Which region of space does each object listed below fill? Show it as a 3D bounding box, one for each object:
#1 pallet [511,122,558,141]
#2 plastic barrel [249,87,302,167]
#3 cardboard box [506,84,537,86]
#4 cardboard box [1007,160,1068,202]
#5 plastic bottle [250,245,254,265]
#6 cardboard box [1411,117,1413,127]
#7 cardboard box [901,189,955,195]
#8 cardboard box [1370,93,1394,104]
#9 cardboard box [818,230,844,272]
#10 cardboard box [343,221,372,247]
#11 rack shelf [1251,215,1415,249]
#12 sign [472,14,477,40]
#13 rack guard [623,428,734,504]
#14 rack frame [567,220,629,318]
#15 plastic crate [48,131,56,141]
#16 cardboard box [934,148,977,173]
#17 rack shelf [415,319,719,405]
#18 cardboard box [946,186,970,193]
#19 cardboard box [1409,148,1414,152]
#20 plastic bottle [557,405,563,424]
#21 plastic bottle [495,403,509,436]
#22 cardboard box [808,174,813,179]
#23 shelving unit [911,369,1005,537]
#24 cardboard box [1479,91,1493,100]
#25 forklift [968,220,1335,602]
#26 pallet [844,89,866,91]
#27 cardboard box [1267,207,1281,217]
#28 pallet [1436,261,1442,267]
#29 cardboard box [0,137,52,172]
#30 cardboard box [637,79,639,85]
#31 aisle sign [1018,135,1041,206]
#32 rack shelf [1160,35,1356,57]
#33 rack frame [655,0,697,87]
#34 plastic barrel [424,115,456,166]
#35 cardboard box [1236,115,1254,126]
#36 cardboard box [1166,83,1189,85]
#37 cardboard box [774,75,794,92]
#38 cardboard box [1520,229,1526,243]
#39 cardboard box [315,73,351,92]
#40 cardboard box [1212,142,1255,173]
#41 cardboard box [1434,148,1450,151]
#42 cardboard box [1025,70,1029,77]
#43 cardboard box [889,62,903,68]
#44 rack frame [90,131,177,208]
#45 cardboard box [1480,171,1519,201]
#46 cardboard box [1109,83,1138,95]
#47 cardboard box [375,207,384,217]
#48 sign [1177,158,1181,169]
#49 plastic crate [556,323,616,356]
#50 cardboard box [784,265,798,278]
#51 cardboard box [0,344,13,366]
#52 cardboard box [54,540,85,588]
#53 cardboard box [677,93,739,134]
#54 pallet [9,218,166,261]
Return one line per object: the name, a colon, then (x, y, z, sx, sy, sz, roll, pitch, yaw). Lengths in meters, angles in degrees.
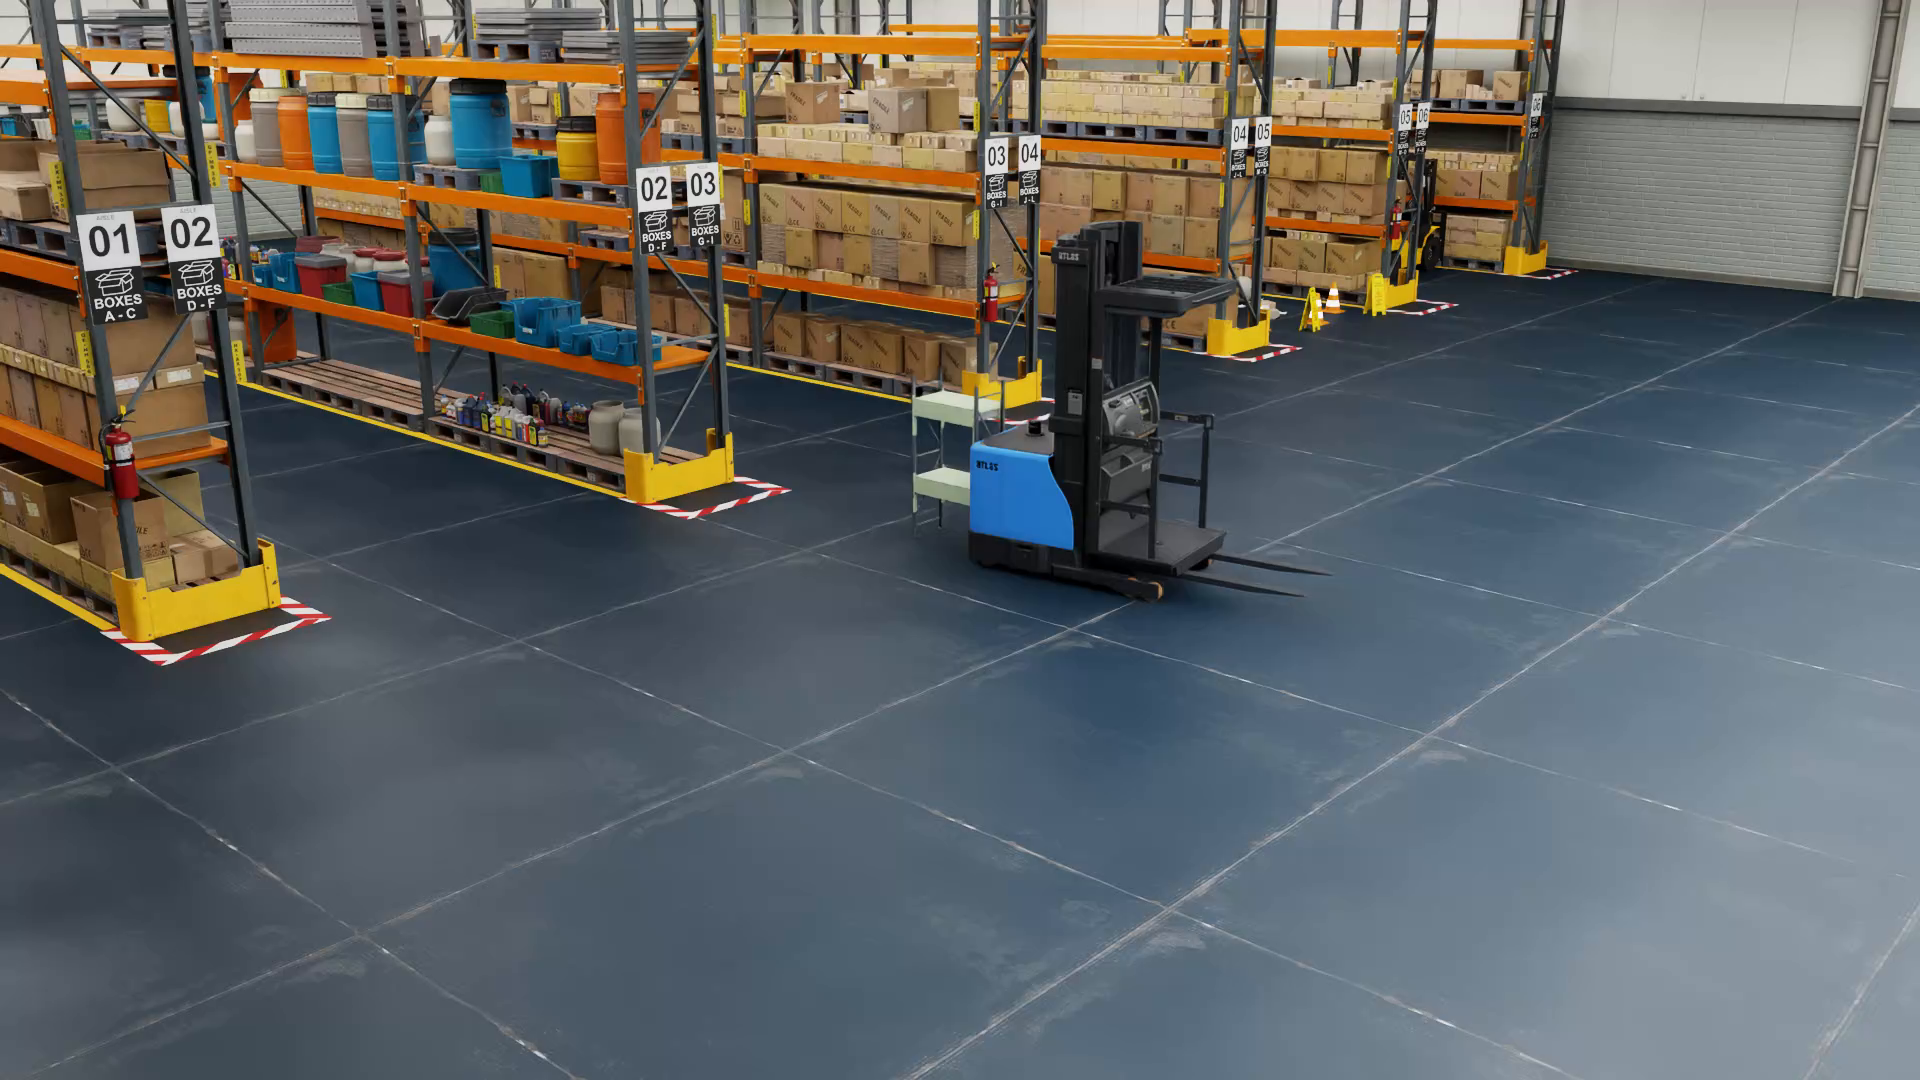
pallet: (-5.927, -6.119, 24.786, 1.003, 0.211, 1.213, 16, 24, 42)
plastic barrel: (-8.228, -4.996, 20.107, 0.600, 0.901, 0.600, 0, 18, 0)
cardboard box: (-6.953, -6.746, 25.586, 0.637, 0.503, 0.797, 15, 23, 39)
cardboard box: (1.202, -5.465, 25.340, 0.550, 0.550, 0.875, 15, 23, 39)
plastic bottle: (-9.567, -3.855, 22.512, 0.097, 0.271, 0.097, 0, 18, 0)
cardboard box: (7.118, -6.748, 26.871, 0.250, 0.149, 0.380, 15, 23, 39)
cardboard box: (-0.402, -4.096, 20.748, 0.500, 0.500, 0.500, 15, 23, 39)
cardboard box: (6.702, -6.989, 26.313, 0.250, 0.149, 0.380, 15, 23, 40)
cardboard box: (-1.332, -3.758, 21.337, 0.500, 0.500, 0.875, 15, 23, 39)
cardboard box: (-10.182, -5.162, 29.238, 0.875, 0.875, 0.875, 15, 23, 39)
rack shelf: (5.655, -5.356, 28.220, 4.000, 0.370, 1.077, 15, 23, 39)
sign: (-5.333, -5.620, 18.290, 0.005, 0.325, 0.100, 15, 23, 39)
rack guard: (-2.803, -0.748, 16.642, 0.348, 0.500, 1.175, 15, 23, 39)
rack frame: (-5.411, -4.662, 24.842, 0.127, 3.000, 1.000, 15, 23, 39)
plastic crate: (-12.894, -5.818, 23.961, 0.466, 0.136, 0.293, 15, 23, 39)
cardboard box: (0.044, -4.453, 19.474, 0.500, 0.250, 0.500, 16, 23, 40)
rack shelf: (-4.211, -1.994, 17.624, 4.000, 0.370, 1.077, 15, 23, 39)
cardboard box: (0.188, -5.686, 26.251, 0.500, 0.500, 0.700, 15, 23, 38)
cardboard box: (8.509, -7.351, 31.587, 0.250, 0.149, 0.380, 15, 23, 39)
plastic bottle: (-4.423, -1.395, 18.449, 0.097, 0.201, 0.097, 0, 18, 0)
plastic bottle: (-4.919, -1.306, 17.920, 0.185, 0.351, 0.144, 15, 23, 39)
cardboard box: (-2.714, -6.122, 28.182, 0.250, 0.149, 0.380, 14, 22, 37)
shelving unit: (-0.018, -0.717, 14.890, 0.755, 1.500, 0.431, 15, 23, 38)
cardboard box: (9.621, -8.077, 30.200, 0.250, 0.149, 0.380, 14, 22, 38)
forklift: (1.591, -1.075, 13.654, 3.031, 2.935, 1.130, 11, 21, 30)
pallet: (-2.429, -9.261, 34.522, 1.213, 0.211, 1.003, 15, 23, 39)
cardboard box: (5.339, -5.542, 28.031, 0.250, 0.149, 0.380, 15, 23, 39)
pallet: (8.935, -5.481, 32.034, 1.213, 0.211, 1.003, 15, 23, 39)
cardboard box: (-7.849, -3.005, 13.566, 0.797, 0.503, 0.637, -15, 23, -40)
cardboard box: (-5.865, -8.445, 30.565, 0.250, 0.149, 0.380, 15, 23, 39)
aisle sign: (0.818, -4.350, 19.562, 0.004, 0.787, 0.394, 15, 23, 39)
rack shelf: (5.955, -9.952, 33.444, 4.000, 0.370, 1.077, 15, 23, 39)
rack frame: (-5.035, -9.426, 29.937, 0.127, 3.000, 1.000, 15, 23, 39)
plastic barrel: (-5.515, -4.290, 17.834, 0.421, 0.512, 0.421, 0, 18, 0)
cardboard box: (3.897, -5.857, 23.204, 0.250, 0.149, 0.380, 15, 23, 40)
cardboard box: (3.143, -6.439, 23.720, 0.250, 0.149, 0.380, 15, 23, 38)
cardboard box: (-2.911, -7.728, 28.114, 0.258, 0.266, 0.396, 15, 23, 39)
cardboard box: (10.229, -5.691, 31.109, 0.500, 0.250, 0.500, 16, 23, 40)
cardboard box: (-10.629, -7.761, 28.623, 0.500, 0.500, 0.700, 14, 22, 37)
cardboard box: (4.712, -6.522, 28.393, 0.500, 0.500, 0.700, 15, 23, 40)
cardboard box: (9.196, -7.353, 31.592, 0.250, 0.149, 0.380, 15, 23, 40)
cardboard box: (1.646, -10.334, 36.820, 0.250, 0.149, 0.380, 16, 23, 40)
cardboard box: (-1.359, -11.226, 39.498, 0.500, 0.250, 0.500, 15, 23, 39)
rack frame: (-11.690, -4.344, 23.842, 0.127, 3.000, 1.000, 15, 23, 39)
cardboard box: (9.900, -6.508, 30.496, 0.500, 0.500, 0.500, 14, 23, 38)
cardboard box: (2.323, -6.392, 23.574, 0.250, 0.149, 0.380, 15, 23, 40)
cardboard box: (-9.618, -5.539, 28.021, 0.250, 0.149, 0.380, 16, 23, 40)
sign: (3.793, -6.526, 28.803, 0.005, 0.325, 0.100, 15, 23, 39)
plastic crate: (-3.770, -2.029, 16.791, 0.408, 0.251, 0.499, 15, 23, 39)
cardboard box: (-2.074, -3.531, 21.693, 0.250, 0.149, 0.380, 15, 23, 39)
cardboard box: (-7.764, -1.567, 13.853, 0.250, 0.149, 0.380, 15, 23, 39)
cardboard box: (-6.984, 0.157, 13.510, 0.500, 0.250, 0.500, 15, 23, 39)
cardboard box: (-3.410, -5.844, 22.742, 0.637, 0.503, 0.797, 16, 24, 41)
pallet: (-6.517, -2.350, 12.746, 1.213, 0.211, 1.003, 15, 23, 39)
